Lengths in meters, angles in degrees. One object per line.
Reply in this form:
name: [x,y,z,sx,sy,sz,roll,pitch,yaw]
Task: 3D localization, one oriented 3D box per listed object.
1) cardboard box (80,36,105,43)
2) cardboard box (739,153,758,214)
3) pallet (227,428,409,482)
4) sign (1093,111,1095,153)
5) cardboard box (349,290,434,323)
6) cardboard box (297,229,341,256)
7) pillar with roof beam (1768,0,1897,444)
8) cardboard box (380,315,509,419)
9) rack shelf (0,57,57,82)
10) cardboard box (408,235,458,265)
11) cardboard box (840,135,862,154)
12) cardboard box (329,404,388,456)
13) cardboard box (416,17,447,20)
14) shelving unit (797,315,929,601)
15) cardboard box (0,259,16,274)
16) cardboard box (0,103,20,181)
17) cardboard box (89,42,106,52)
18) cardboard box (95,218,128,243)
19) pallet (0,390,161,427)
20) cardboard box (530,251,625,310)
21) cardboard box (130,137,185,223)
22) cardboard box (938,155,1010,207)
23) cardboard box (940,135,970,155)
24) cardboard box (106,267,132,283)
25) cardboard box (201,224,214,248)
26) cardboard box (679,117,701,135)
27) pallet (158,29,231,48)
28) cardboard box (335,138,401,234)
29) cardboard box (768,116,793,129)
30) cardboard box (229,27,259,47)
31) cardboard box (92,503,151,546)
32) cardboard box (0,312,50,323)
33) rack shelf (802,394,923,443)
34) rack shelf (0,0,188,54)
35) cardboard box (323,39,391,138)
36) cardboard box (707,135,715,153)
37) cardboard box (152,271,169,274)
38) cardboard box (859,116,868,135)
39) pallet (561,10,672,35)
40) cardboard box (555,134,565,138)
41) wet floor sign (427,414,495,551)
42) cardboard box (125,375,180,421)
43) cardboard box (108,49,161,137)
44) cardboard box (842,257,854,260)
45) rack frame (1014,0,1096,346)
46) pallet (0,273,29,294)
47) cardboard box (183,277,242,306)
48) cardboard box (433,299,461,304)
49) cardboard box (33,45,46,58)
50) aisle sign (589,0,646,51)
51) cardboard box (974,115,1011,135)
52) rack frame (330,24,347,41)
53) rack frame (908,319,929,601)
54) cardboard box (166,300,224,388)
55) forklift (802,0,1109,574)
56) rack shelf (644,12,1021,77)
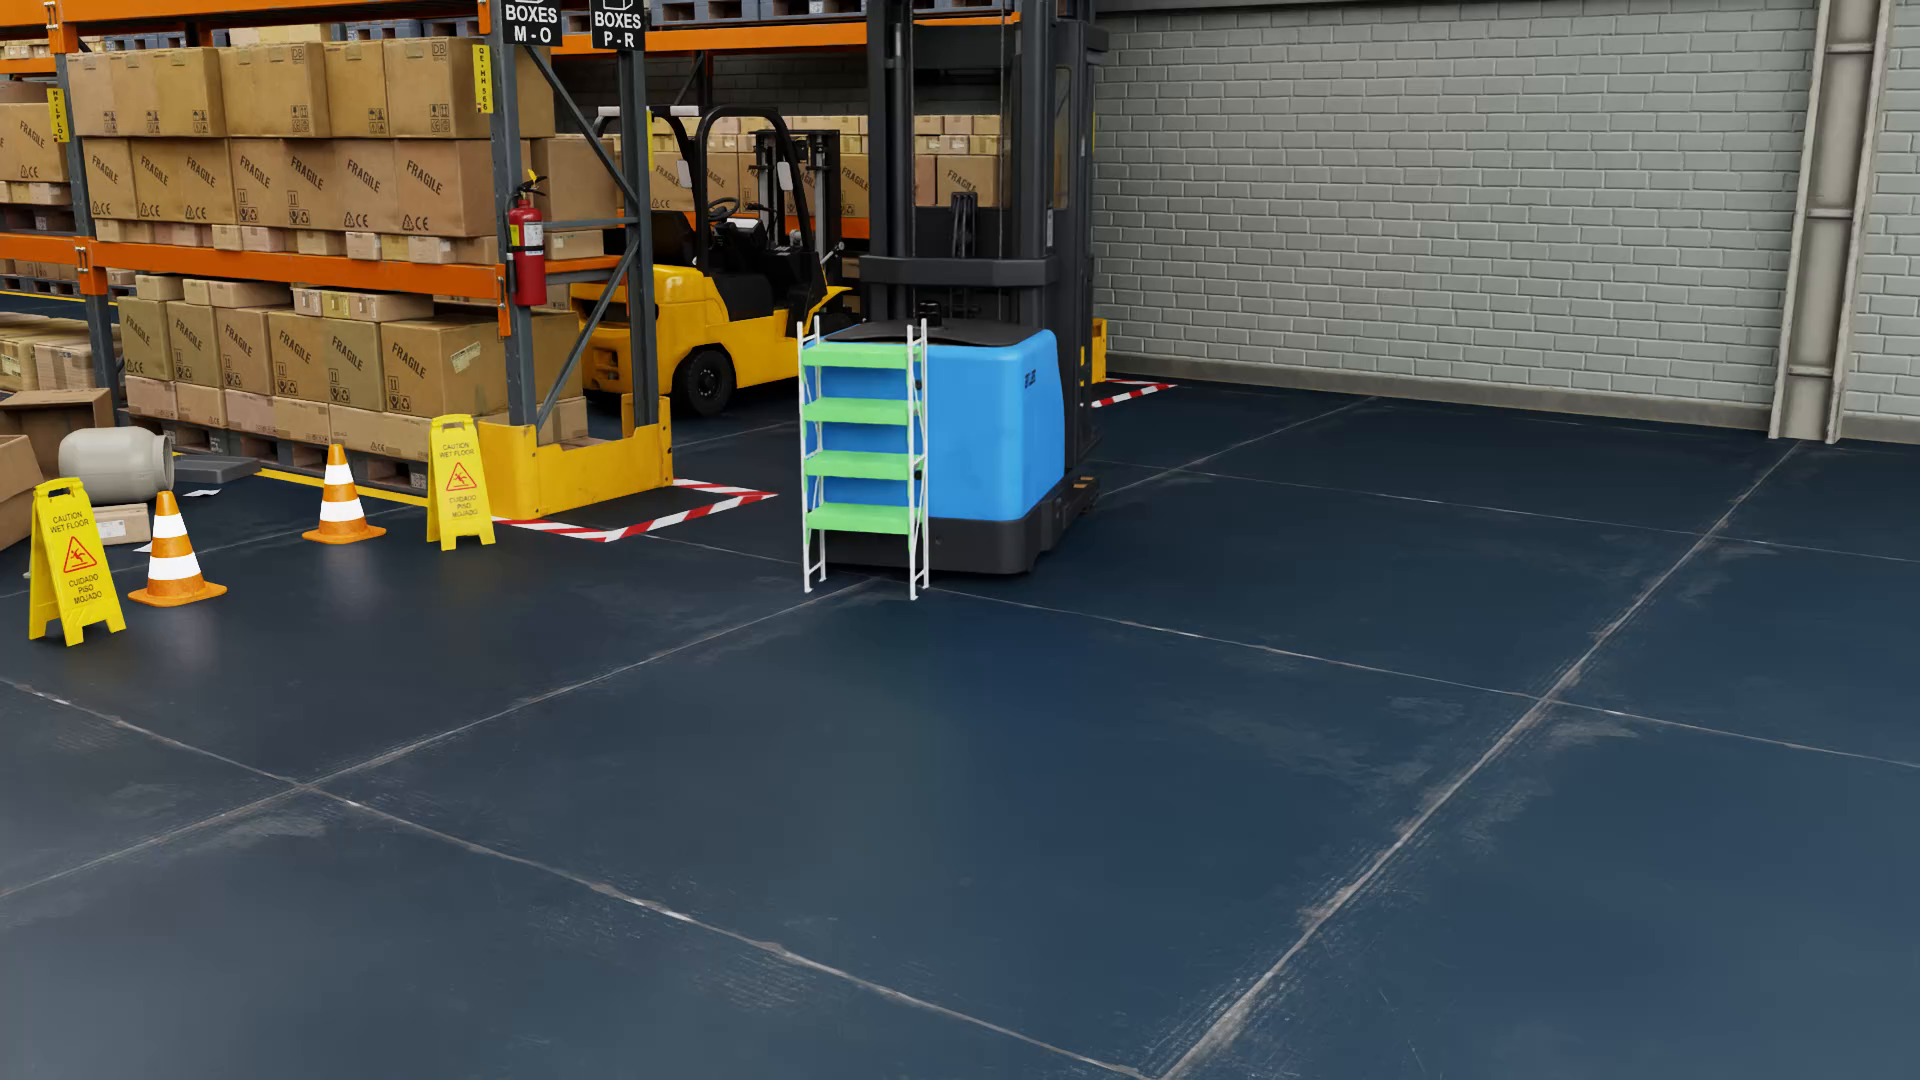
cardboard box: [-9.773,-5.824,19.057,0.500,0.250,0.500,9,17,33]
cardboard box: [-1.510,-3.011,14.036,0.500,0.500,0.500,9,17,32]
pallet: [-3.768,-0.618,10.380,1.213,0.211,1.003,9,17,33]
sign: [1.039,-3.240,13.204,0.005,0.325,0.100,9,17,33]
cardboard box: [-3.195,-1.321,9.355,0.250,0.149,0.380,10,17,34]
cardboard box: [-3.573,-1.725,9.571,0.250,0.149,0.380,9,17,32]
pillar with roof beam: [3.226,-4.194,6.538,0.400,9.000,9.100,9,17,33]
cardboard box: [-2.853,-0.970,9.288,0.500,0.500,0.500,9,17,33]
rack shelf: [-10.892,-5.656,20.185,4.000,0.370,1.077,9,17,33]
cardboard box: [-2.744,-1.579,8.982,0.250,0.149,0.380,9,16,32]
cardboard box: [-0.797,-3.193,13.421,0.250,0.149,0.380,9,17,33]
cardboard box: [-3.289,-0.677,9.662,0.500,0.250,0.500,9,17,33]
cardboard box: [-5.169,-5.334,16.617,0.500,0.250,0.500,9,17,33]
shelving unit: [-0.417,-0.360,7.274,0.503,1.200,0.258,4,15,14]
cardboard box: [-12.097,-3.709,21.384,0.637,0.503,0.797,8,16,31]
cardboard box: [-6.285,-2.697,11.276,0.500,0.500,0.500,9,17,33]
cardboard box: [-9.696,-5.605,19.002,0.250,0.149,0.380,9,17,32]
cardboard box: [-5.279,-1.990,10.642,0.250,0.149,0.380,9,17,33]
pallet: [-6.008,-0.969,11.797,1.213,0.211,1.003,9,17,33]
cardboard box: [-3.673,-2.433,15.976,0.625,0.625,0.875,9,17,32]
cardboard box: [-4.723,-2.234,10.277,0.500,0.500,0.500,9,17,33]
cardboard box: [0.170,-2.734,12.917,0.500,0.500,0.500,9,16,32]
cardboard box: [0.052,-3.054,12.861,0.250,0.149,0.380,9,17,34]
cardboard box: [-10.155,-3.222,19.912,0.258,0.266,0.396,10,17,35]
cardboard box: [-4.379,-1.867,10.146,0.250,0.149,0.380,9,17,33]
cardboard box: [-2.218,-3.601,14.449,0.250,0.149,0.380,9,17,34]
pallet: [-7.868,-5.406,18.068,1.003,0.211,1.213,9,17,33]
cardboard box: [-3.060,-1.960,9.173,0.500,0.500,0.500,9,17,33]
cardboard box: [-1.382,-3.457,13.870,0.250,0.149,0.380,9,17,33]
cardboard box: [-7.308,-5.283,17.491,0.500,0.250,0.500,9,17,33]
cardboard box: [-4.257,-0.071,8.299,0.380,0.149,0.250,-7,15,-25]
cardboard box: [-7.601,-1.508,12.766,0.625,0.372,0.950,9,16,32]
rack shelf: [-0.417,-0.531,7.229,0.480,0.148,0.258,4,15,14]
rack shelf: [-7.021,-3.593,11.850,4.000,0.370,1.077,9,17,33]
cardboard box: [-3.004,-2.454,9.087,0.500,0.500,0.700,9,17,33]
cardboard box: [-2.029,-3.413,14.309,0.250,0.149,0.380,9,17,33]
cardboard box: [-8.957,-3.162,19.182,0.500,0.500,0.500,10,17,35]
cardboard box: [-0.588,-3.303,13.248,0.250,0.149,0.380,10,17,34]
pallet: [-3.334,-4.687,15.171,1.217,0.209,0.805,8,16,31]
cardboard box: [-3.692,-3.656,15.293,0.250,0.149,0.380,9,16,31]
wet floor sign: [-2.482,-0.300,8.192,0.267,0.644,0.232,-10,17,-35]
cardboard box: [-5.023,-0.954,10.784,0.500,0.250,0.500,8,16,30]
cardboard box: [-4.706,-2.721,10.166,0.500,0.500,0.700,9,17,33]
cardboard box: [-1.099,-2.228,13.850,0.500,0.250,0.500,9,16,32]
rack frame: [0.725,-2.672,12.874,0.127,3.000,1.000,9,17,33]
pallet: [-11.827,-3.347,21.405,1.213,0.211,1.003,9,17,33]
cardboard box: [-4.525,-1.536,10.223,0.250,0.149,0.380,10,17,35]
cardboard box: [-3.425,-1.219,10.294,0.500,0.500,0.500,10,17,34]
cardboard box: [-10.735,-5.784,19.726,0.250,0.149,0.380,9,17,33]
aisle sign: [-1.818,-2.997,8.778,0.004,0.787,0.394,9,17,33]
cardboard box: [0.310,-3.186,12.773,0.250,0.149,0.380,9,17,33]
rack frame: [-5.914,-3.745,17.208,0.127,3.000,1.000,9,17,33]
rack frame: [-0.181,-0.346,7.214,0.015,1.200,0.240,4,15,14]
cardboard box: [-4.572,-1.249,10.413,0.500,0.500,0.500,10,17,35]
forklift: [0.141,-1.578,8.598,1.130,2.935,3.031,4,14,14]
rack shelf: [-0.935,-4.047,13.684,4.000,0.370,1.077,9,17,33]
